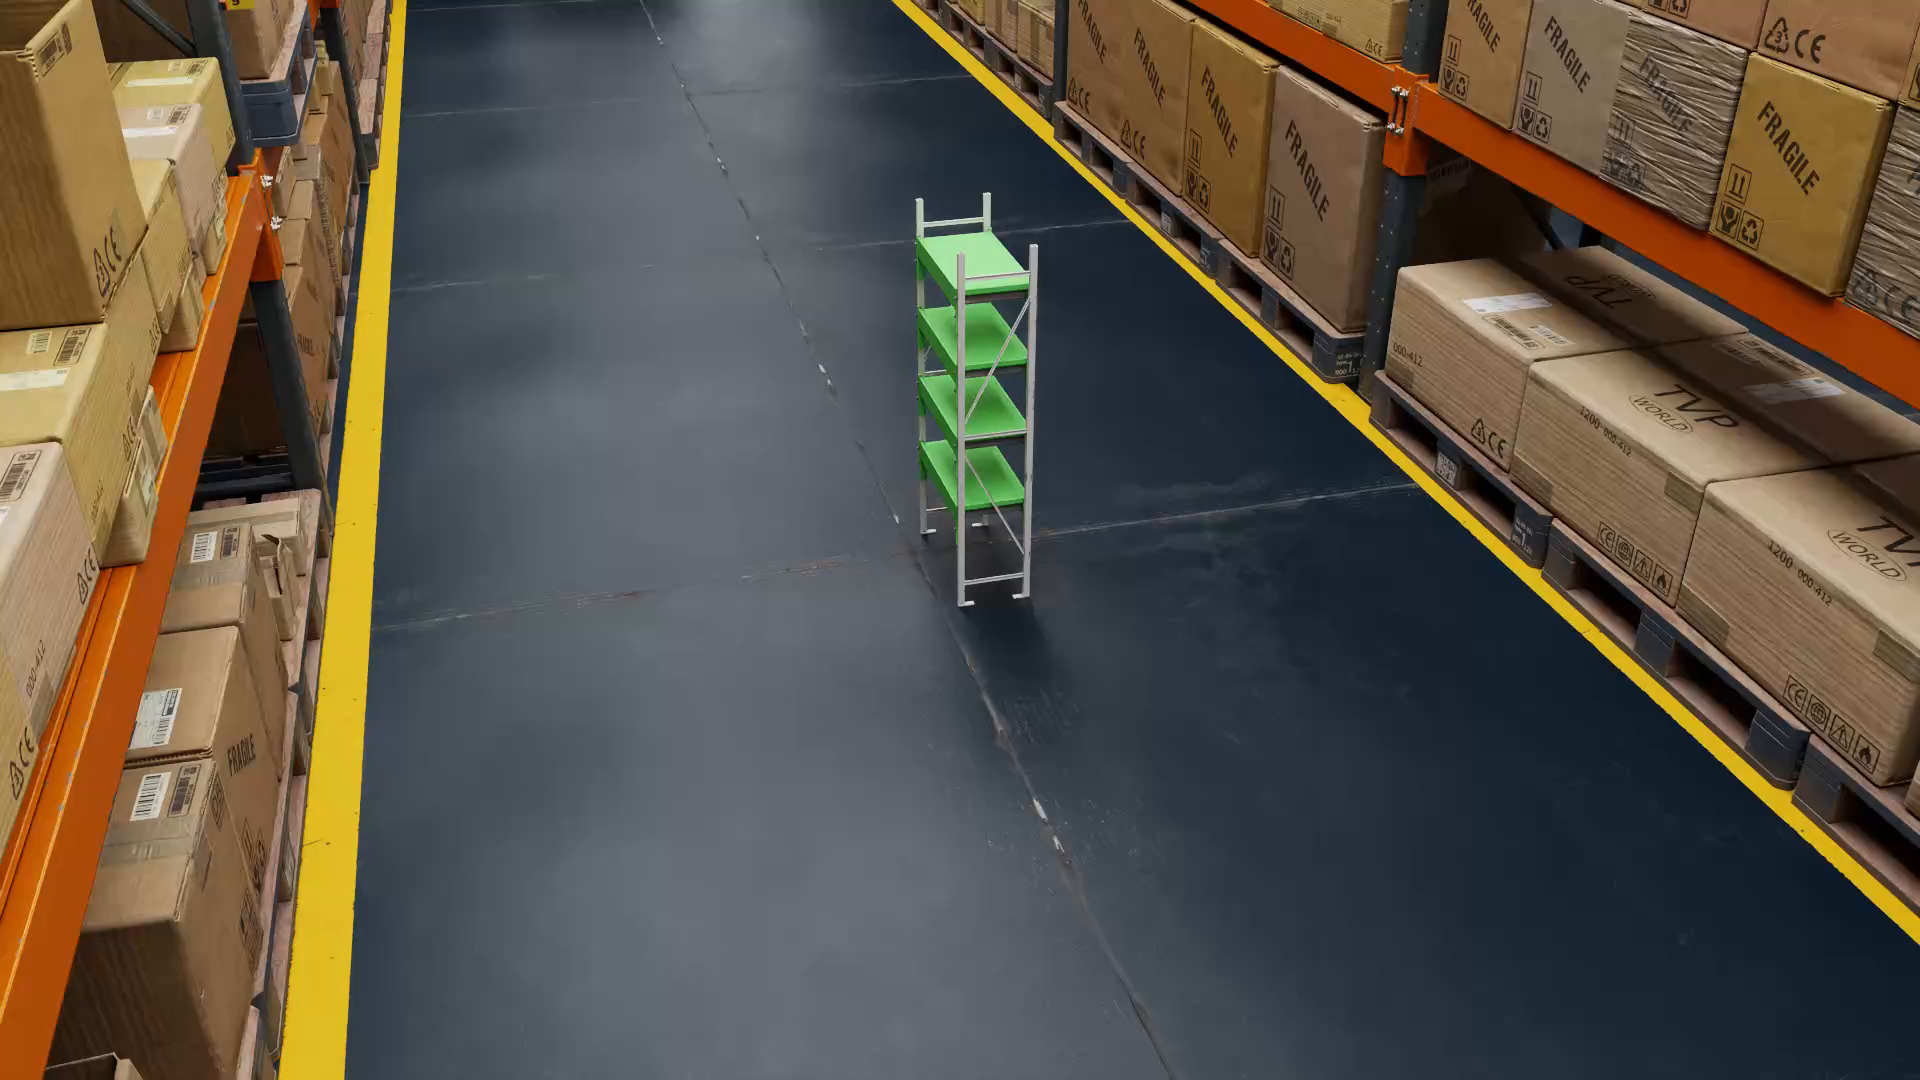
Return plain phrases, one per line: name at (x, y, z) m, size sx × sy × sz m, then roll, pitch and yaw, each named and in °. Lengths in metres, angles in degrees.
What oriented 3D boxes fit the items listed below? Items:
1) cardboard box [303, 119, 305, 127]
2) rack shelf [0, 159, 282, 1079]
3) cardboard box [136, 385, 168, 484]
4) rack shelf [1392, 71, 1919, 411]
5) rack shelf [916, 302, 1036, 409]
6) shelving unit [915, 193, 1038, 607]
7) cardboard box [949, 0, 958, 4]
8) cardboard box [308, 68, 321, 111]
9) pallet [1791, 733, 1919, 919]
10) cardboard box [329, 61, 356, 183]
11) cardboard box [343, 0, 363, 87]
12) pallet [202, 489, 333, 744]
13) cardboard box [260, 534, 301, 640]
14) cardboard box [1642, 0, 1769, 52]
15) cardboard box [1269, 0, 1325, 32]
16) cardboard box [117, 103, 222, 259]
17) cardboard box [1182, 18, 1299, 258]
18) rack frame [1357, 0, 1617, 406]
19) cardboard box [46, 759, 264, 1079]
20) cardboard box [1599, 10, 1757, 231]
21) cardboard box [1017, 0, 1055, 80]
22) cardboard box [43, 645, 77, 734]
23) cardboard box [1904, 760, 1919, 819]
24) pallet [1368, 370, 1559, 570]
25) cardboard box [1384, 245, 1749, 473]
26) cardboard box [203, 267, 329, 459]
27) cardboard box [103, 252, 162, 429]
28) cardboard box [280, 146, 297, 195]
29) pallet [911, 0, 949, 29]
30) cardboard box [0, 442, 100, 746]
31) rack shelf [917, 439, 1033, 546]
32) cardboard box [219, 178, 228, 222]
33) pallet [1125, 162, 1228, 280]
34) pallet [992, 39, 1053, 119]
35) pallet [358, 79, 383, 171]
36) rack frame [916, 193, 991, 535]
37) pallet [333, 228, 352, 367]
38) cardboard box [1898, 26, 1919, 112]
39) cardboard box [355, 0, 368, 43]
cardboard box at (-3.133, -1.861, 7.399) m, size 0.380 × 0.149 × 0.250 m, roll -8°, pitch 31°, yaw -14°
rack shelf at (-2.138, 0.009, 3.458) m, size 1.077 × 0.370 × 4.000 m, roll -8°, pitch 31°, yaw -13°
cardboard box at (-1.814, -0.176, 3.310) m, size 0.380 × 0.149 × 0.250 m, roll -7°, pitch 31°, yaw -12°
rack shelf at (2.646, -0.652, 4.601) m, size 1.077 × 0.370 × 4.000 m, roll -8°, pitch 31°, yaw -13°
rack shelf at (0.044, -0.592, 5.223) m, size 0.258 × 0.148 × 0.480 m, roll -8°, pitch 31°, yaw -13°
shelving unit at (0.044, -0.439, 5.311) m, size 0.258 × 1.200 × 0.503 m, roll -8°, pitch 31°, yaw -13°
cardboard box at (0.328, -4.238, 12.282) m, size 0.950 × 0.372 × 0.625 m, roll -6°, pitch 31°, yaw -10°
cardboard box at (-3.226, -2.115, 7.838) m, size 0.380 × 0.149 × 0.250 m, roll -9°, pitch 31°, yaw -15°
pallet at (2.890, 0.833, 4.100) m, size 1.003 × 0.211 × 1.213 m, roll -8°, pitch 31°, yaw -13°
cardboard box at (-3.411, -2.124, 8.501) m, size 0.500 × 0.500 × 0.500 m, roll -7°, pitch 31°, yaw -12°
cardboard box at (-4.064, -2.971, 9.841) m, size 0.875 × 0.625 × 0.625 m, roll -7°, pitch 31°, yaw -12°
pallet at (-2.488, 0.271, 5.072) m, size 1.003 × 0.211 × 1.213 m, roll -8°, pitch 31°, yaw -13°
cardboard box at (-2.143, 0.136, 4.831) m, size 0.396 × 0.266 × 0.258 m, roll -7°, pitch 31°, yaw -11°
cardboard box at (2.262, -1.650, 4.508) m, size 0.500 × 0.500 × 0.500 m, roll -7°, pitch 31°, yaw -12°
cardboard box at (1.619, -2.294, 6.869) m, size 0.500 × 0.250 × 0.500 m, roll -8°, pitch 31°, yaw -14°
cardboard box at (-2.152, -0.878, 4.126) m, size 0.500 × 0.250 × 0.500 m, roll -8°, pitch 31°, yaw -13°
cardboard box at (1.627, -1.916, 7.768) m, size 0.875 × 0.875 × 0.875 m, roll -7°, pitch 31°, yaw -12°
rack frame at (2.116, -1.930, 6.090) m, size 1.000 × 3.000 × 0.127 m, roll -8°, pitch 31°, yaw -13°
cardboard box at (-1.868, 0.838, 3.384) m, size 0.700 × 0.500 × 0.500 m, roll -7°, pitch 31°, yaw -11°
cardboard box at (2.243, -1.227, 4.775) m, size 0.500 × 0.500 × 0.500 m, roll -8°, pitch 31°, yaw -13°
cardboard box at (0.913, -3.180, 10.454) m, size 0.950 × 0.372 × 0.625 m, roll -10°, pitch 32°, yaw -17°
cardboard box at (-1.654, 0.208, 2.647) m, size 0.380 × 0.149 × 0.250 m, roll -7°, pitch 31°, yaw -12°
cardboard box at (2.906, 0.624, 3.816) m, size 0.875 × 0.438 × 0.875 m, roll -9°, pitch 31°, yaw -15°
pallet at (2.242, -0.345, 6.136) m, size 1.003 × 0.211 × 1.213 m, roll -8°, pitch 31°, yaw -13°
cardboard box at (2.179, -0.685, 6.078) m, size 0.875 × 0.438 × 0.875 m, roll -8°, pitch 31°, yaw -14°
cardboard box at (-2.581, -0.631, 5.923) m, size 0.500 × 0.500 × 0.500 m, roll -7°, pitch 31°, yaw -11°
cardboard box at (-1.896, -0.387, 3.277) m, size 0.500 × 0.250 × 0.500 m, roll -9°, pitch 31°, yaw -15°
cardboard box at (-2.915, -1.479, 6.740) m, size 0.380 × 0.149 × 0.250 m, roll -7°, pitch 31°, yaw -11°
pallet at (0.200, -4.211, 12.814) m, size 1.003 × 0.211 × 1.213 m, roll -8°, pitch 31°, yaw -13°
cardboard box at (-1.602, 0.102, 2.433) m, size 0.500 × 0.250 × 0.500 m, roll -8°, pitch 31°, yaw -13°
rack shelf at (0.044, -0.176, 5.464) m, size 0.258 × 0.148 × 0.480 m, roll -8°, pitch 31°, yaw -13°
cardboard box at (-2.251, -0.916, 4.589) m, size 0.380 × 0.149 × 0.250 m, roll -7°, pitch 31°, yaw -12°
pallet at (1.511, -1.676, 8.435) m, size 1.003 × 0.211 × 1.213 m, roll -8°, pitch 31°, yaw -13°
pallet at (0.848, -3.032, 10.778) m, size 1.003 × 0.211 × 1.213 m, roll -8°, pitch 31°, yaw -13°
pallet at (-3.912, -2.396, 9.678) m, size 1.003 × 0.211 × 1.213 m, roll -8°, pitch 31°, yaw -13°
rack frame at (-0.021, -0.557, 5.515) m, size 0.240 × 1.200 × 0.015 m, roll -8°, pitch 31°, yaw -13°
pallet at (-3.249, -1.039, 7.335) m, size 1.003 × 0.211 × 1.213 m, roll -8°, pitch 31°, yaw -13°
cardboard box at (2.525, -1.163, 3.667) m, size 0.500 × 0.500 × 0.500 m, roll -8°, pitch 31°, yaw -14°
cardboard box at (-4.445, -3.659, 11.029) m, size 0.875 × 0.625 × 0.625 m, roll -8°, pitch 31°, yaw -14°
